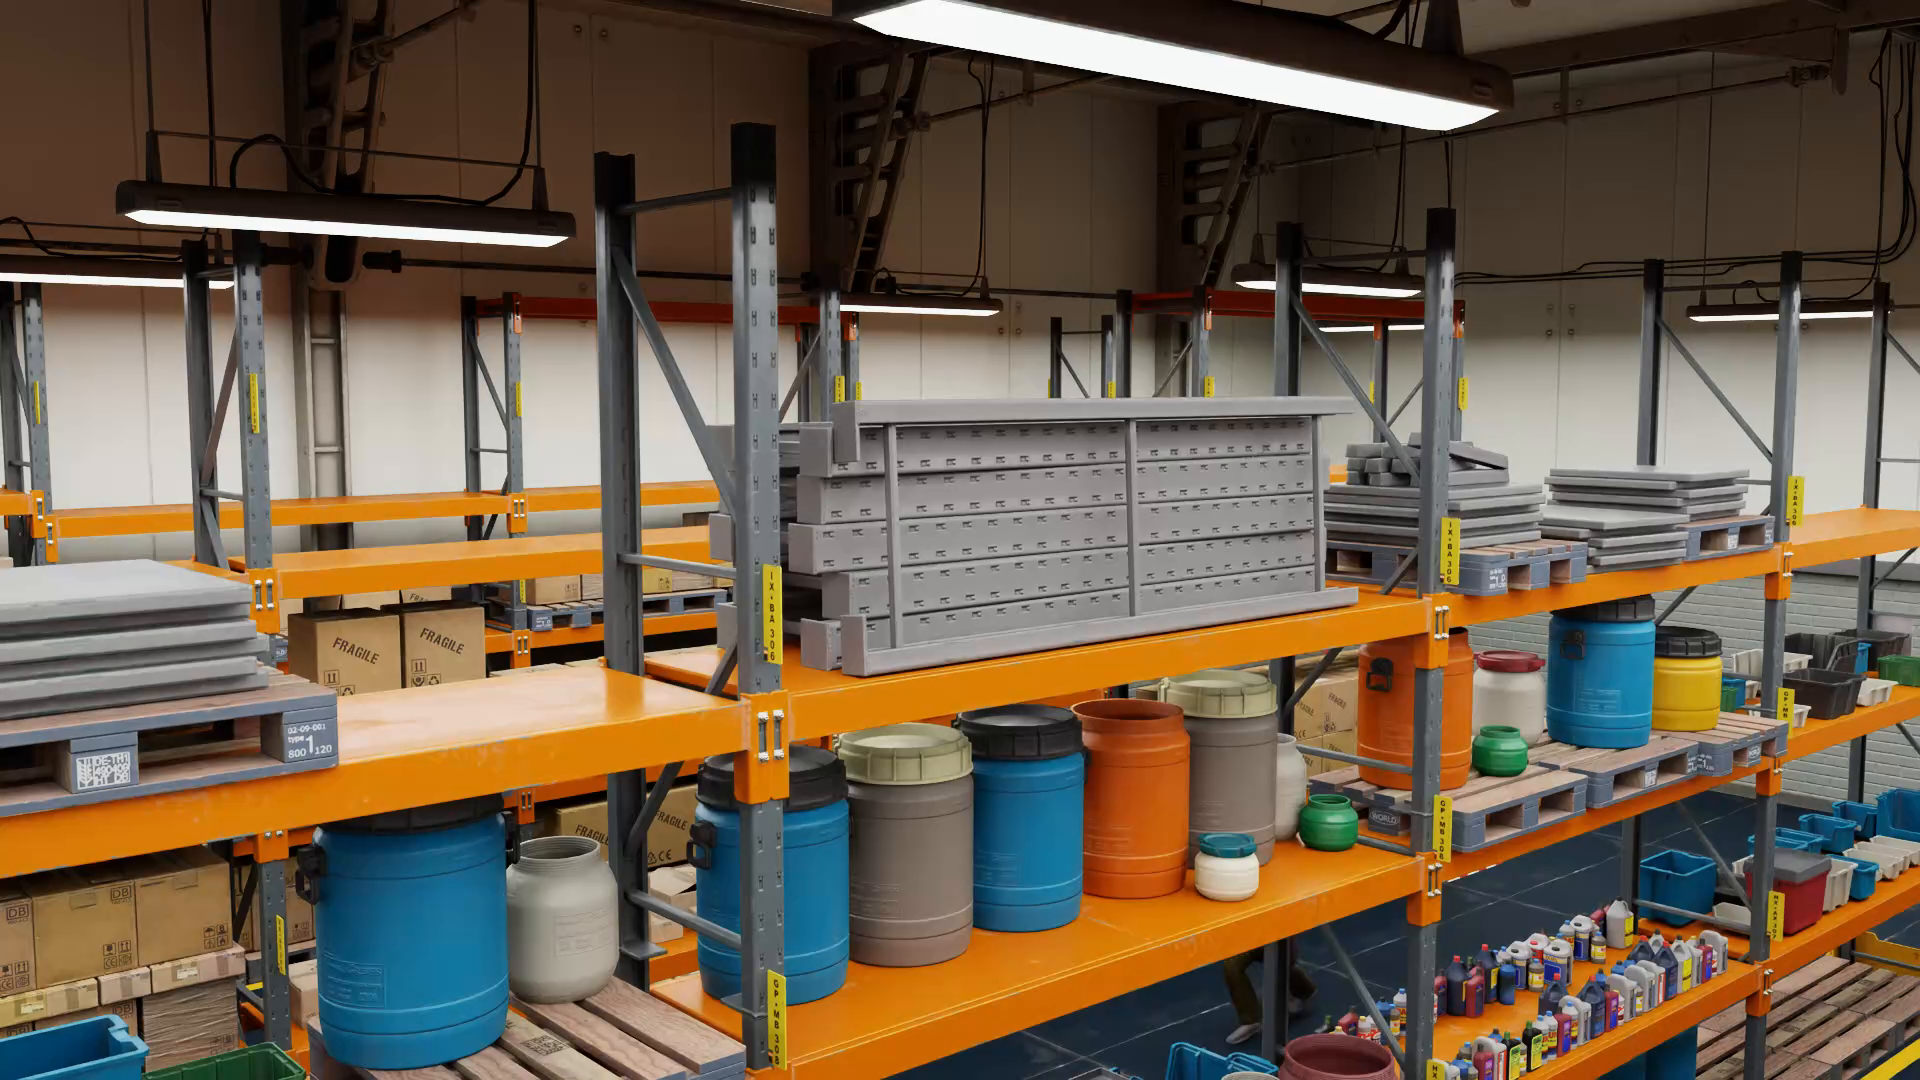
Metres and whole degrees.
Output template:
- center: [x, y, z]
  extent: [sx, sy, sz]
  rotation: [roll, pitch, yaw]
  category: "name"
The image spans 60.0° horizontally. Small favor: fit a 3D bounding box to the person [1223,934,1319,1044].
- center: [2.524, 3.118, 13.210]
  extent: [1.114, 1.619, 0.707]
  rotation: [-4, 7, -36]
  category: "person"
